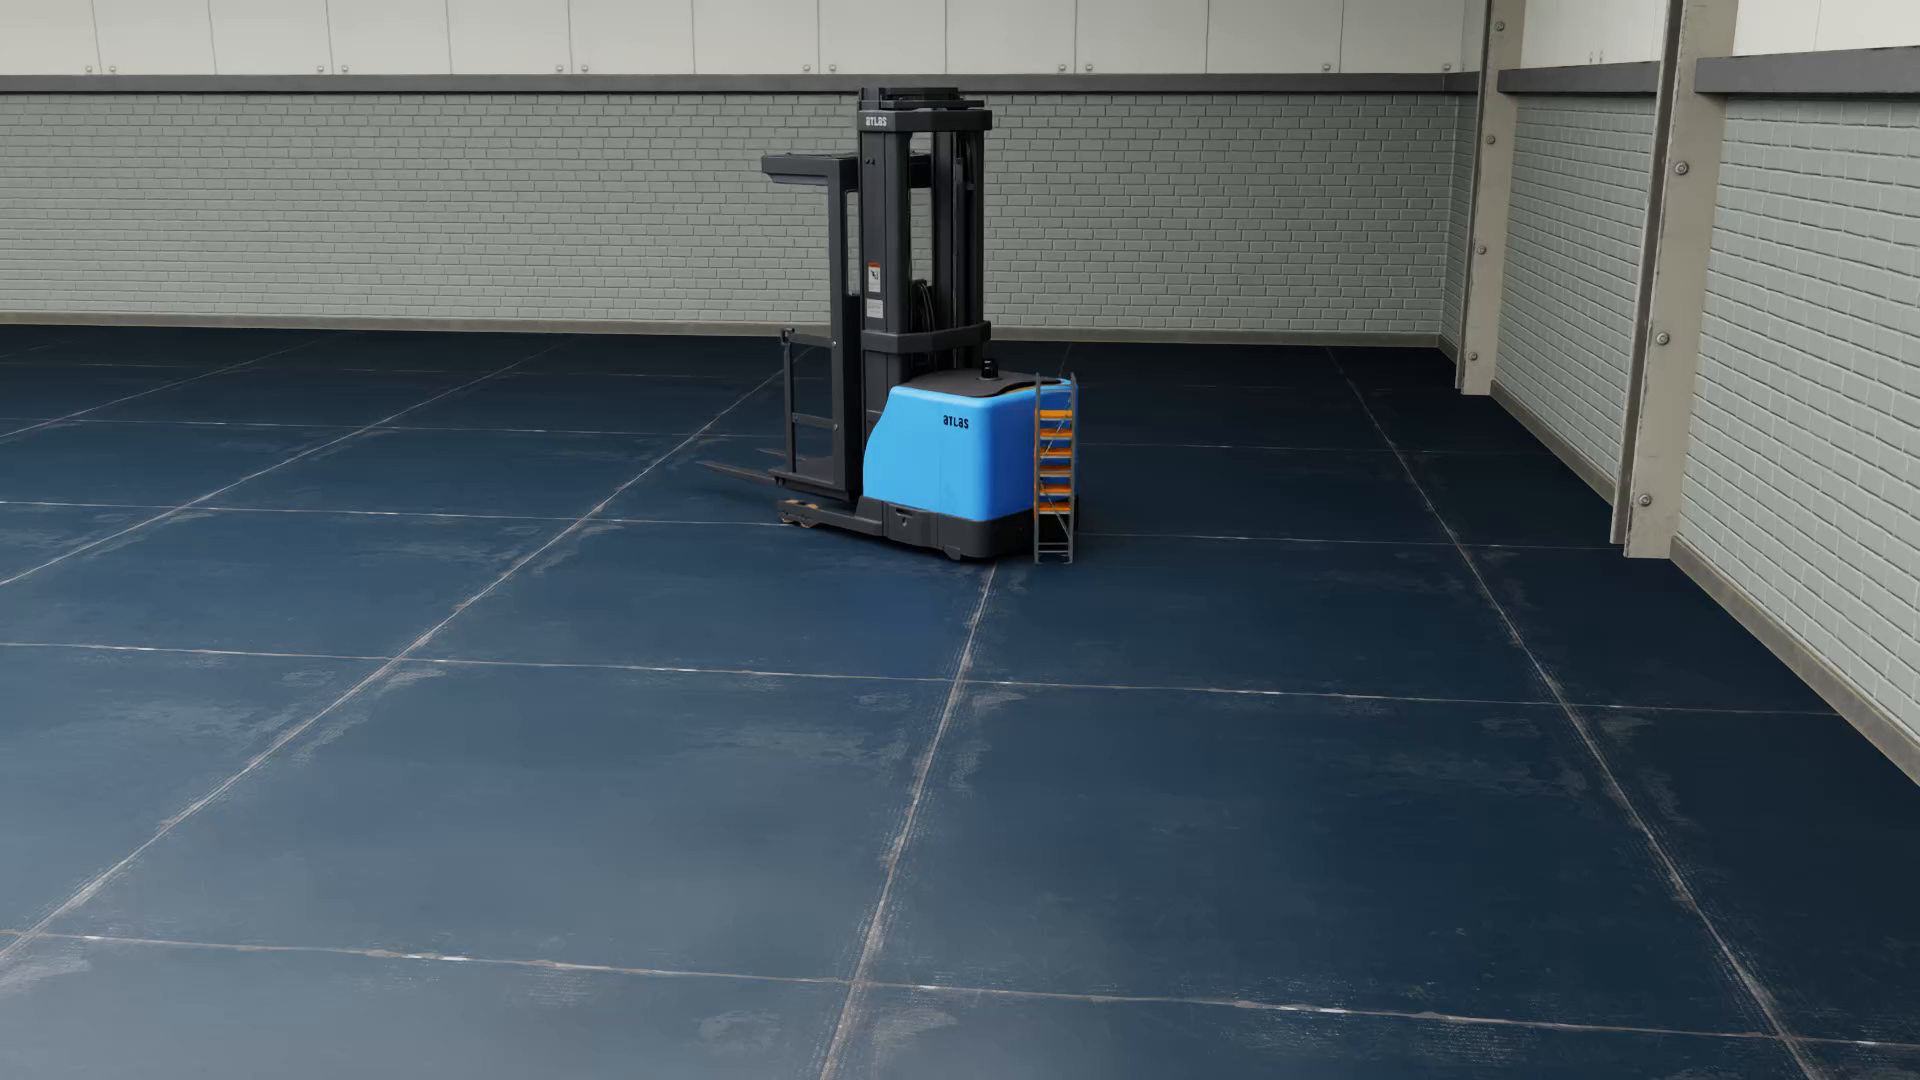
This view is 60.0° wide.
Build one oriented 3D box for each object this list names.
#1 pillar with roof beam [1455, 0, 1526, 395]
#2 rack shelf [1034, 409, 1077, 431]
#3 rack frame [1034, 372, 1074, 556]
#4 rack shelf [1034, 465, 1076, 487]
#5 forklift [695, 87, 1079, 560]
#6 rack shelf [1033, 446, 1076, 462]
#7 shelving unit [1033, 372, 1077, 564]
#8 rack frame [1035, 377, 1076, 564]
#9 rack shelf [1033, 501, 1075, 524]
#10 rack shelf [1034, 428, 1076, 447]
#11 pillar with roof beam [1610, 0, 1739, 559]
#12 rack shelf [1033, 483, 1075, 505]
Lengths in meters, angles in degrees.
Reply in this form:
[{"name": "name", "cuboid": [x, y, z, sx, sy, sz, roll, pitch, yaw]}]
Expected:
[{"name": "pillar with roof beam", "cuboid": [0.878, -5.962, 15.972, 9.100, 9.000, 0.400, 2, 15, 6]}, {"name": "rack shelf", "cuboid": [0.598, -0.755, 10.448, 0.258, 0.103, 0.180, 0, 15, 0]}, {"name": "rack frame", "cuboid": [0.597, -0.475, 10.619, 0.240, 1.200, 0.006, 0, 15, 0]}, {"name": "rack shelf", "cuboid": [0.598, -0.408, 10.542, 0.258, 0.103, 0.180, 0, 15, 0]}, {"name": "forklift", "cuboid": [-0.639, -1.586, 11.412, 3.031, 2.935, 1.130, 13, 20, 40]}, {"name": "rack shelf", "cuboid": [0.598, -0.524, 10.510, 0.258, 0.103, 0.180, 0, 15, 0]}, {"name": "shelving unit", "cuboid": [0.598, -0.451, 10.530, 0.258, 1.200, 0.189, 0, 15, 0]}, {"name": "rack frame", "cuboid": [0.598, -0.427, 10.442, 0.240, 1.200, 0.006, 0, 15, 0]}, {"name": "rack shelf", "cuboid": [0.598, -0.176, 10.605, 0.258, 0.103, 0.180, 0, 15, 0]}, {"name": "rack shelf", "cuboid": [0.598, -0.640, 10.479, 0.258, 0.103, 0.180, 0, 15, 0]}, {"name": "pillar with roof beam", "cuboid": [0.201, -4.406, 10.217, 9.100, 9.000, 0.400, 2, 15, 6]}, {"name": "rack shelf", "cuboid": [0.598, -0.292, 10.573, 0.258, 0.103, 0.180, 0, 15, 0]}]
